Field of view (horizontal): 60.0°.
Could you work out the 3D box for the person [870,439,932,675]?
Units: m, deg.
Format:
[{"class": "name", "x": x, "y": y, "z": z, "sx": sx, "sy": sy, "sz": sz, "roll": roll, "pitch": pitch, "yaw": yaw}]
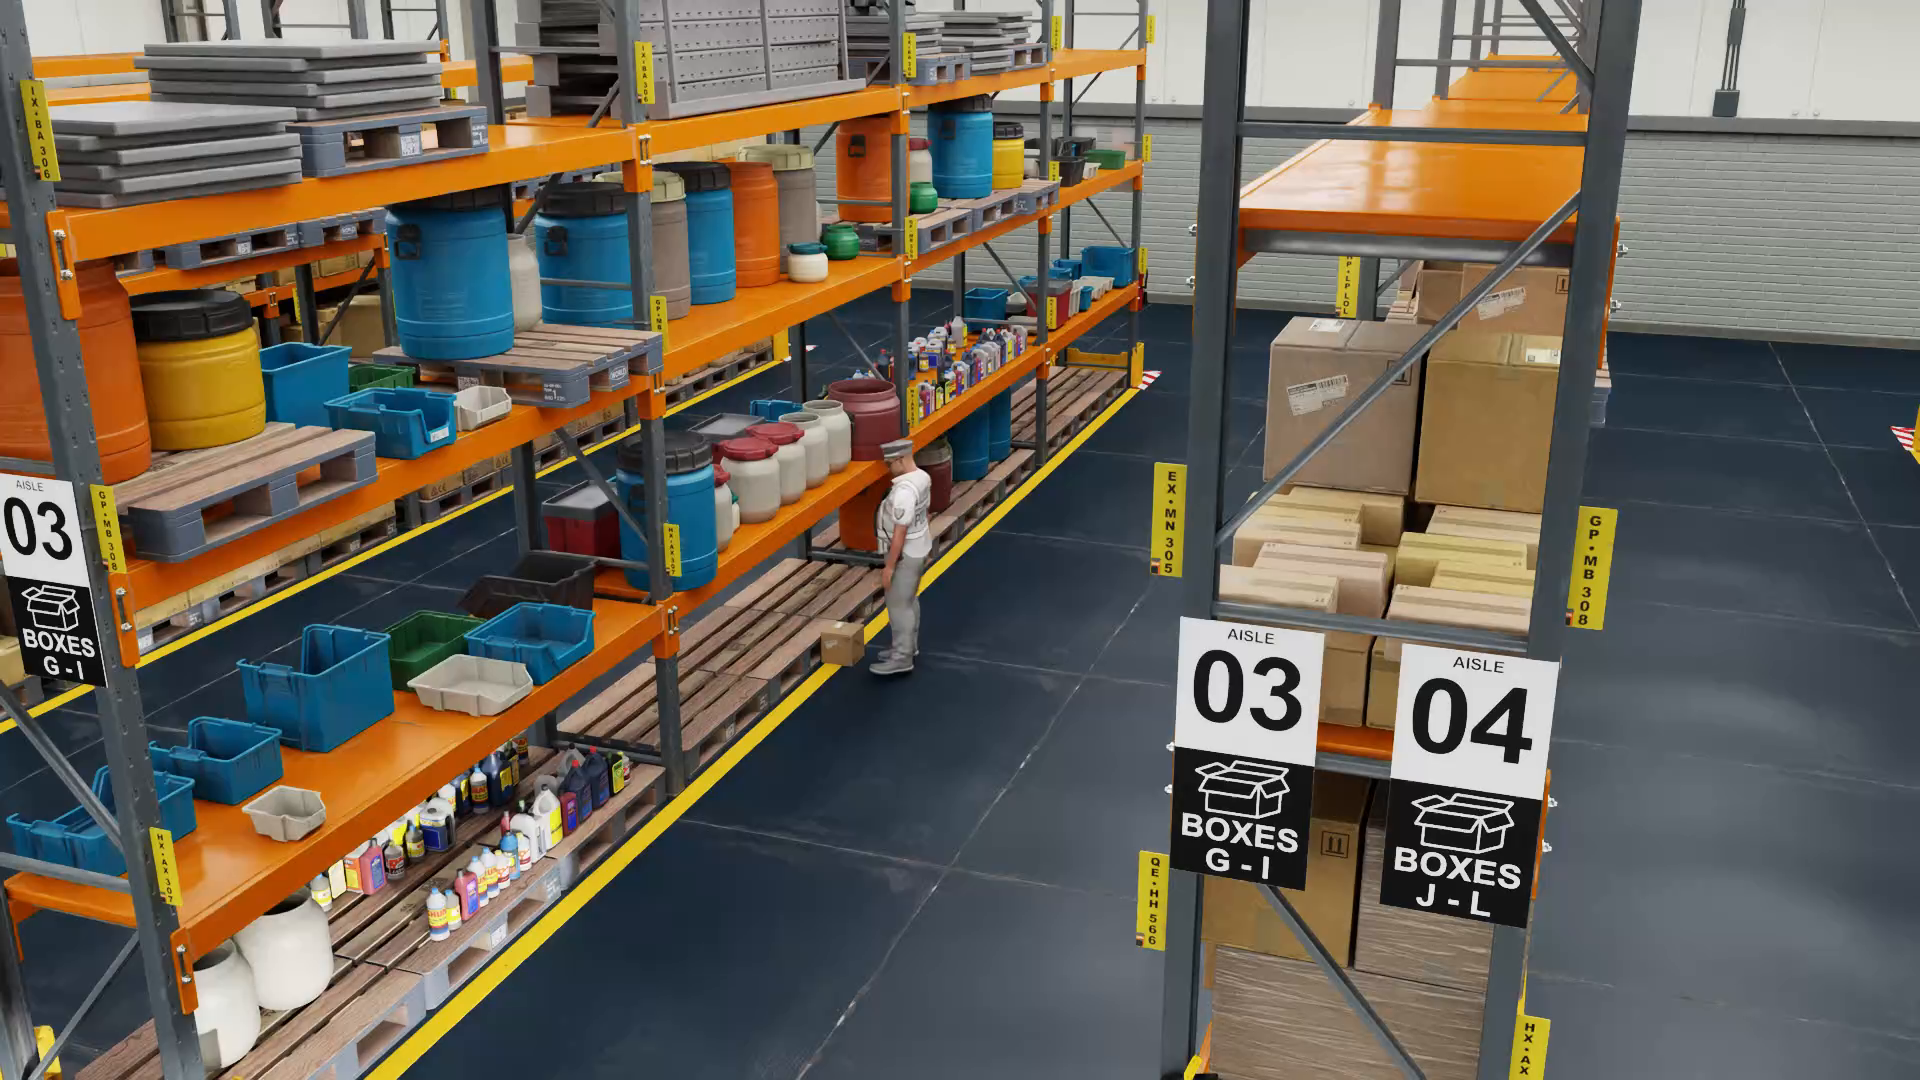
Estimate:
[{"class": "person", "x": -0.444, "y": 0.127, "z": 12.161, "sx": 0.453, "sy": 1.775, "sz": 0.618, "roll": 4, "pitch": 19, "yaw": 12}]
